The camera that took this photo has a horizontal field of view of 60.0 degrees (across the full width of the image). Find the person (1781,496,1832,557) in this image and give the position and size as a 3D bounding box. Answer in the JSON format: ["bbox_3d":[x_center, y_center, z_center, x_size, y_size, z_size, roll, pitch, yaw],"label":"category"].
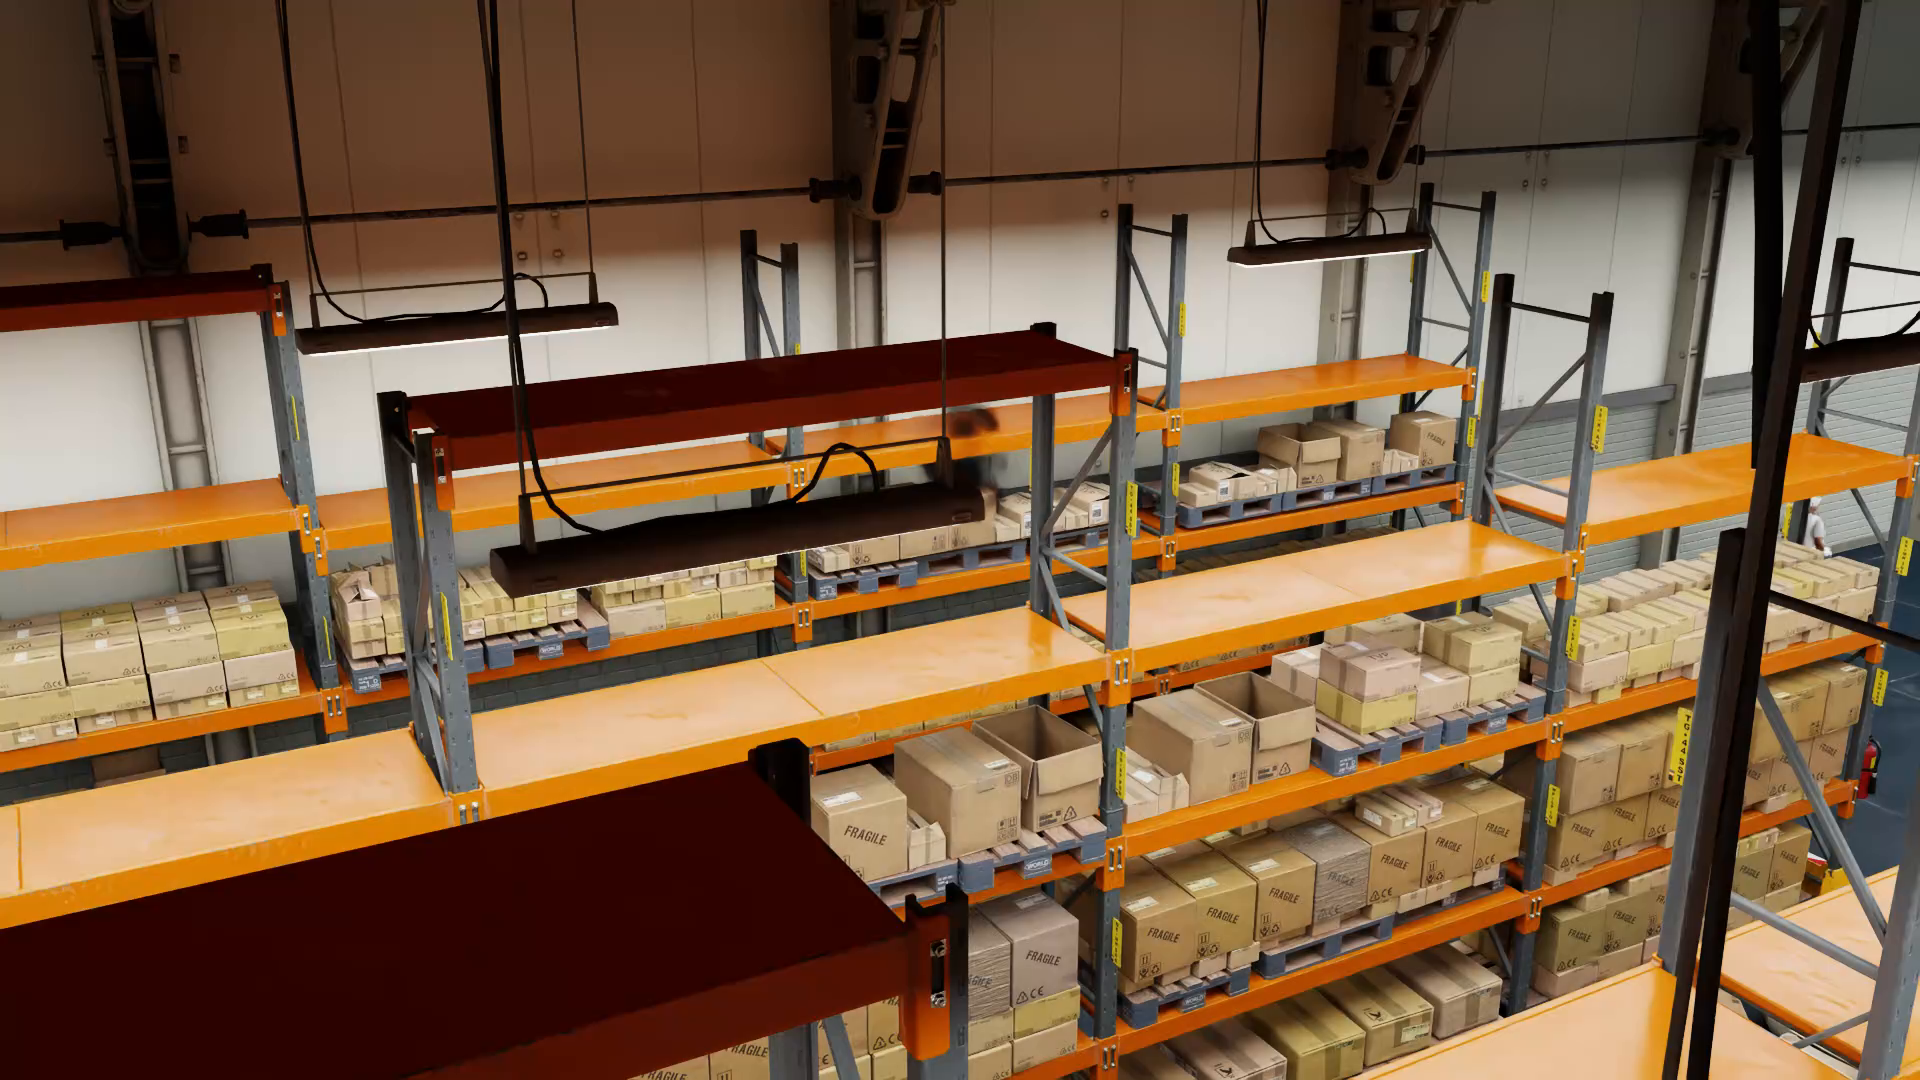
[{"bbox_3d":[11.197,0.212,22.101,0.818,1.750,0.696,-8,20,-24],"label":"person"}]
